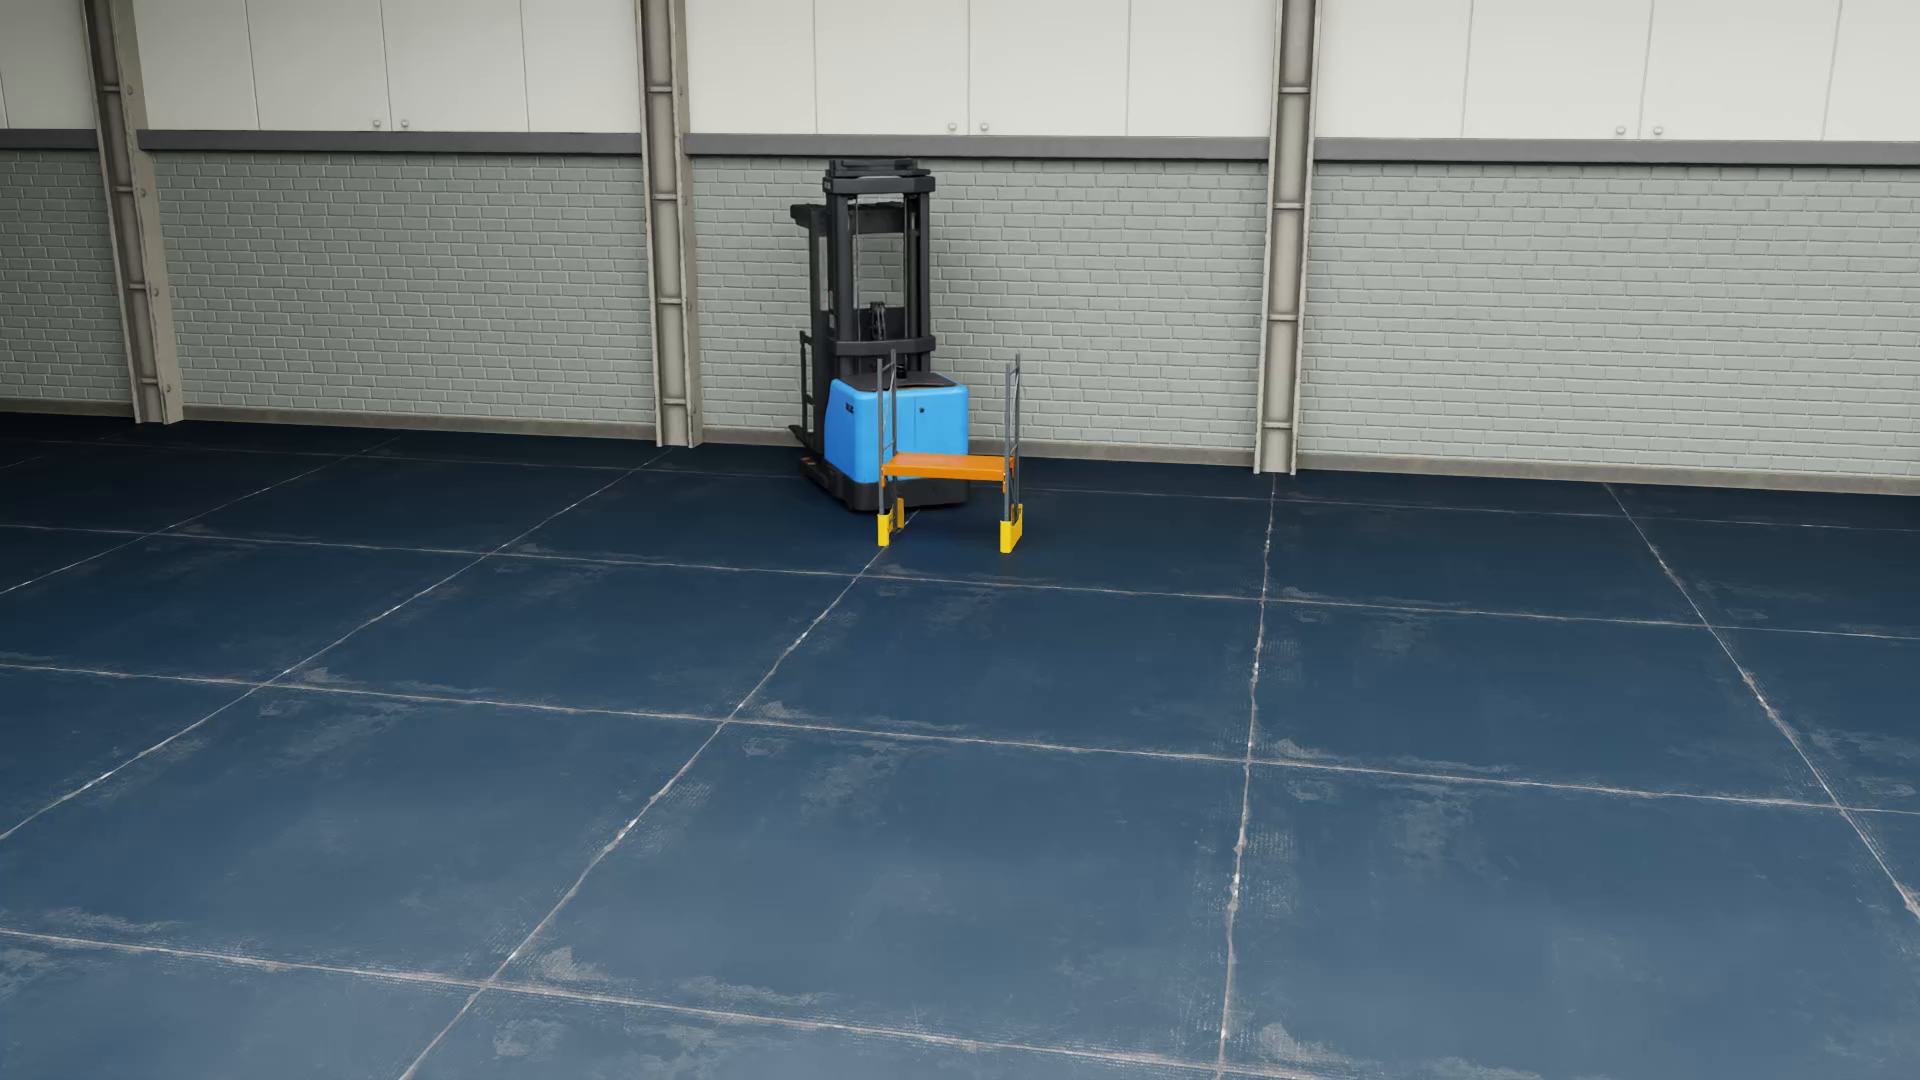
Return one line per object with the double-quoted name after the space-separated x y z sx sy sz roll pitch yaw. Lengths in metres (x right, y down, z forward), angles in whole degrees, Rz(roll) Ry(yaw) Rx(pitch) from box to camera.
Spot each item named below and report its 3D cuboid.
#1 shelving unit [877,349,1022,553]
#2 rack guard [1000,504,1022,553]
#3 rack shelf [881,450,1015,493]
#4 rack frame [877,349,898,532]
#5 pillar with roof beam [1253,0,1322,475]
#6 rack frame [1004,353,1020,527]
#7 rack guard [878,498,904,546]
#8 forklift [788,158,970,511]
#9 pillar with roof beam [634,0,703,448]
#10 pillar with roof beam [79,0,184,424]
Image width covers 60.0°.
-0.075 -0.727 13.306 1.083 1.500 0.587 3 16 11 "shelving unit"
0.413 -0.098 13.378 0.087 0.250 0.587 3 16 11 "rack guard"
-0.084 -0.554 13.356 1.000 0.185 0.538 3 16 11 "rack shelf"
-0.582 -0.754 13.406 0.032 1.500 0.500 3 16 11 "rack frame"
2.153 -3.876 10.627 0.400 9.000 9.100 3 16 11 "pillar with roof beam"
0.415 -0.700 13.211 0.032 1.500 0.500 3 16 11 "rack frame"
-0.563 -0.151 13.569 0.087 0.250 0.587 3 16 11 "rack guard"
-0.897 -2.011 15.260 1.130 2.935 3.031 -6 16 -19 "forklift"
-3.727 -4.195 11.779 0.400 9.000 9.100 3 16 11 "pillar with roof beam"
-9.607 -4.514 12.931 0.400 9.000 9.100 3 16 11 "pillar with roof beam"
